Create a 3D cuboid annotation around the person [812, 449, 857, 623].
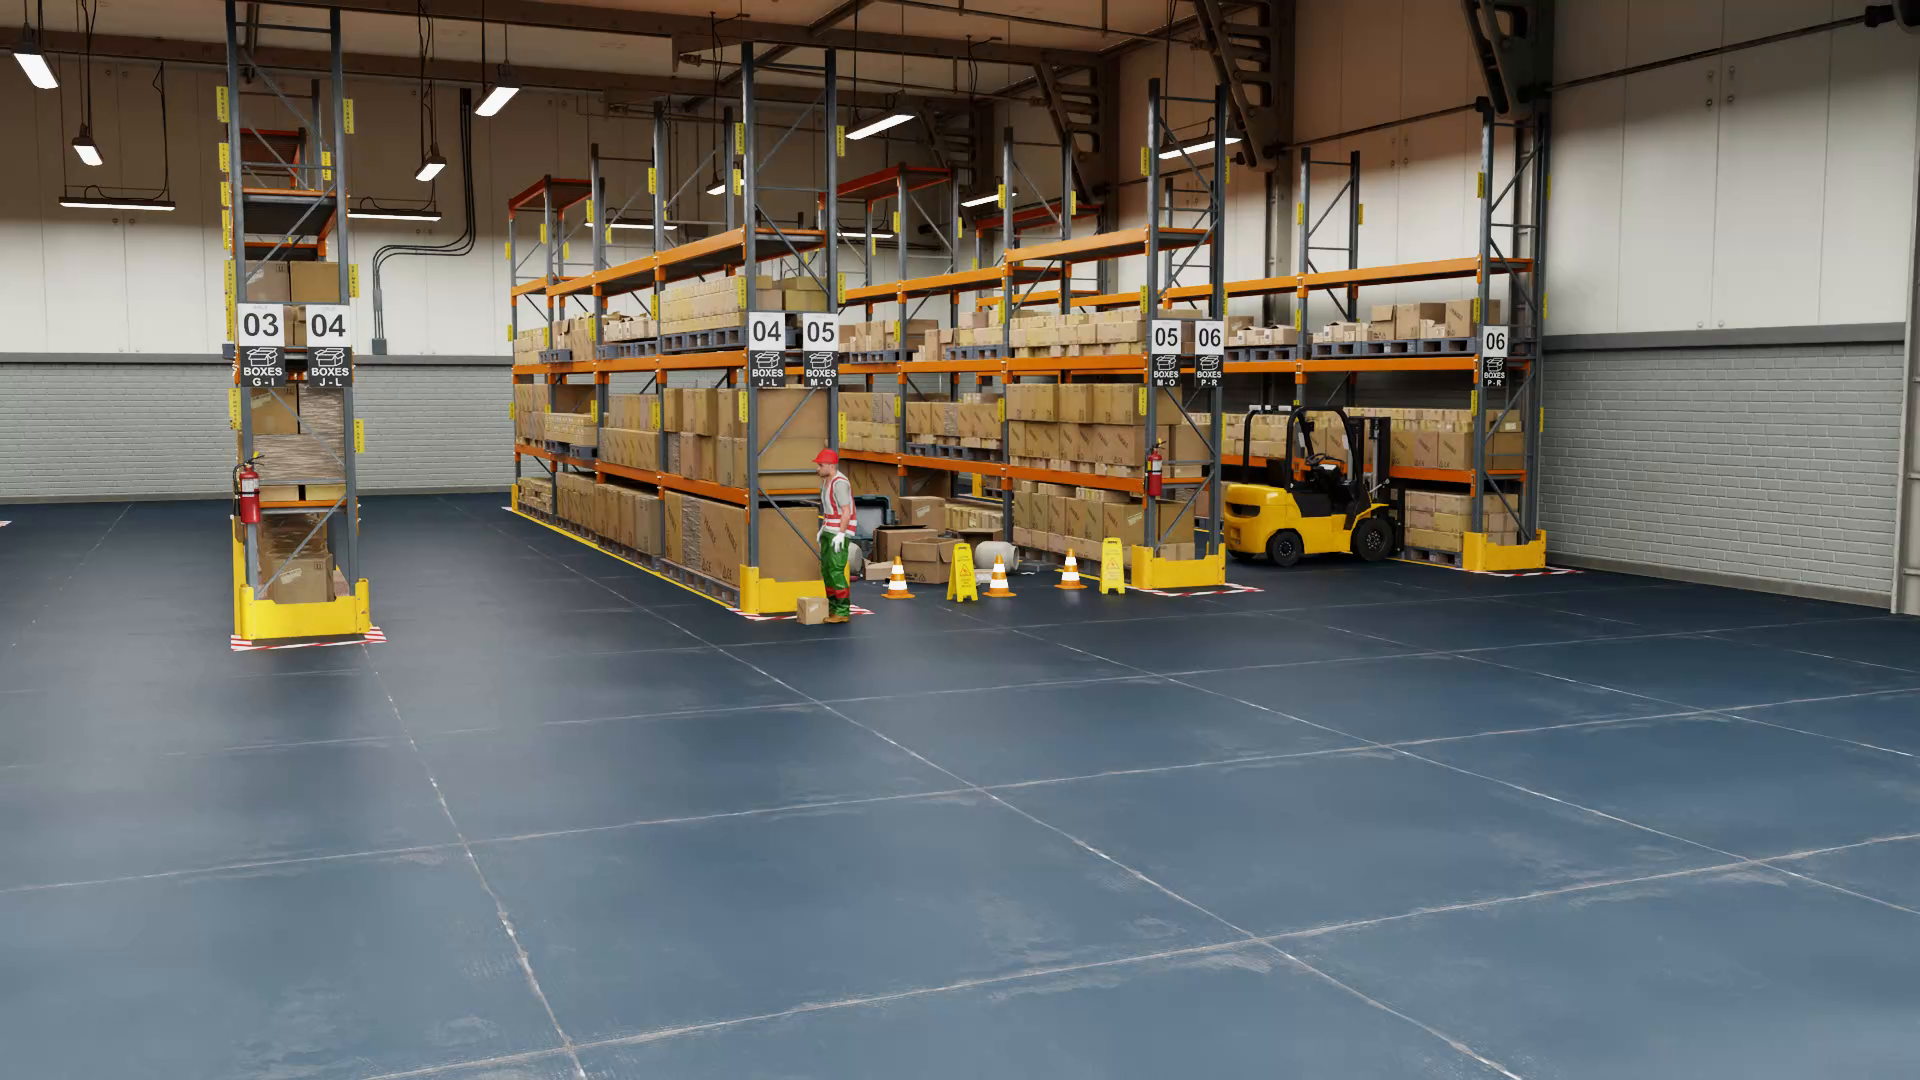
[{"bbox_3d":[-1.309,-0.046,17.105,0.452,1.779,0.607,-2,6,-24],"label":"person"}]
